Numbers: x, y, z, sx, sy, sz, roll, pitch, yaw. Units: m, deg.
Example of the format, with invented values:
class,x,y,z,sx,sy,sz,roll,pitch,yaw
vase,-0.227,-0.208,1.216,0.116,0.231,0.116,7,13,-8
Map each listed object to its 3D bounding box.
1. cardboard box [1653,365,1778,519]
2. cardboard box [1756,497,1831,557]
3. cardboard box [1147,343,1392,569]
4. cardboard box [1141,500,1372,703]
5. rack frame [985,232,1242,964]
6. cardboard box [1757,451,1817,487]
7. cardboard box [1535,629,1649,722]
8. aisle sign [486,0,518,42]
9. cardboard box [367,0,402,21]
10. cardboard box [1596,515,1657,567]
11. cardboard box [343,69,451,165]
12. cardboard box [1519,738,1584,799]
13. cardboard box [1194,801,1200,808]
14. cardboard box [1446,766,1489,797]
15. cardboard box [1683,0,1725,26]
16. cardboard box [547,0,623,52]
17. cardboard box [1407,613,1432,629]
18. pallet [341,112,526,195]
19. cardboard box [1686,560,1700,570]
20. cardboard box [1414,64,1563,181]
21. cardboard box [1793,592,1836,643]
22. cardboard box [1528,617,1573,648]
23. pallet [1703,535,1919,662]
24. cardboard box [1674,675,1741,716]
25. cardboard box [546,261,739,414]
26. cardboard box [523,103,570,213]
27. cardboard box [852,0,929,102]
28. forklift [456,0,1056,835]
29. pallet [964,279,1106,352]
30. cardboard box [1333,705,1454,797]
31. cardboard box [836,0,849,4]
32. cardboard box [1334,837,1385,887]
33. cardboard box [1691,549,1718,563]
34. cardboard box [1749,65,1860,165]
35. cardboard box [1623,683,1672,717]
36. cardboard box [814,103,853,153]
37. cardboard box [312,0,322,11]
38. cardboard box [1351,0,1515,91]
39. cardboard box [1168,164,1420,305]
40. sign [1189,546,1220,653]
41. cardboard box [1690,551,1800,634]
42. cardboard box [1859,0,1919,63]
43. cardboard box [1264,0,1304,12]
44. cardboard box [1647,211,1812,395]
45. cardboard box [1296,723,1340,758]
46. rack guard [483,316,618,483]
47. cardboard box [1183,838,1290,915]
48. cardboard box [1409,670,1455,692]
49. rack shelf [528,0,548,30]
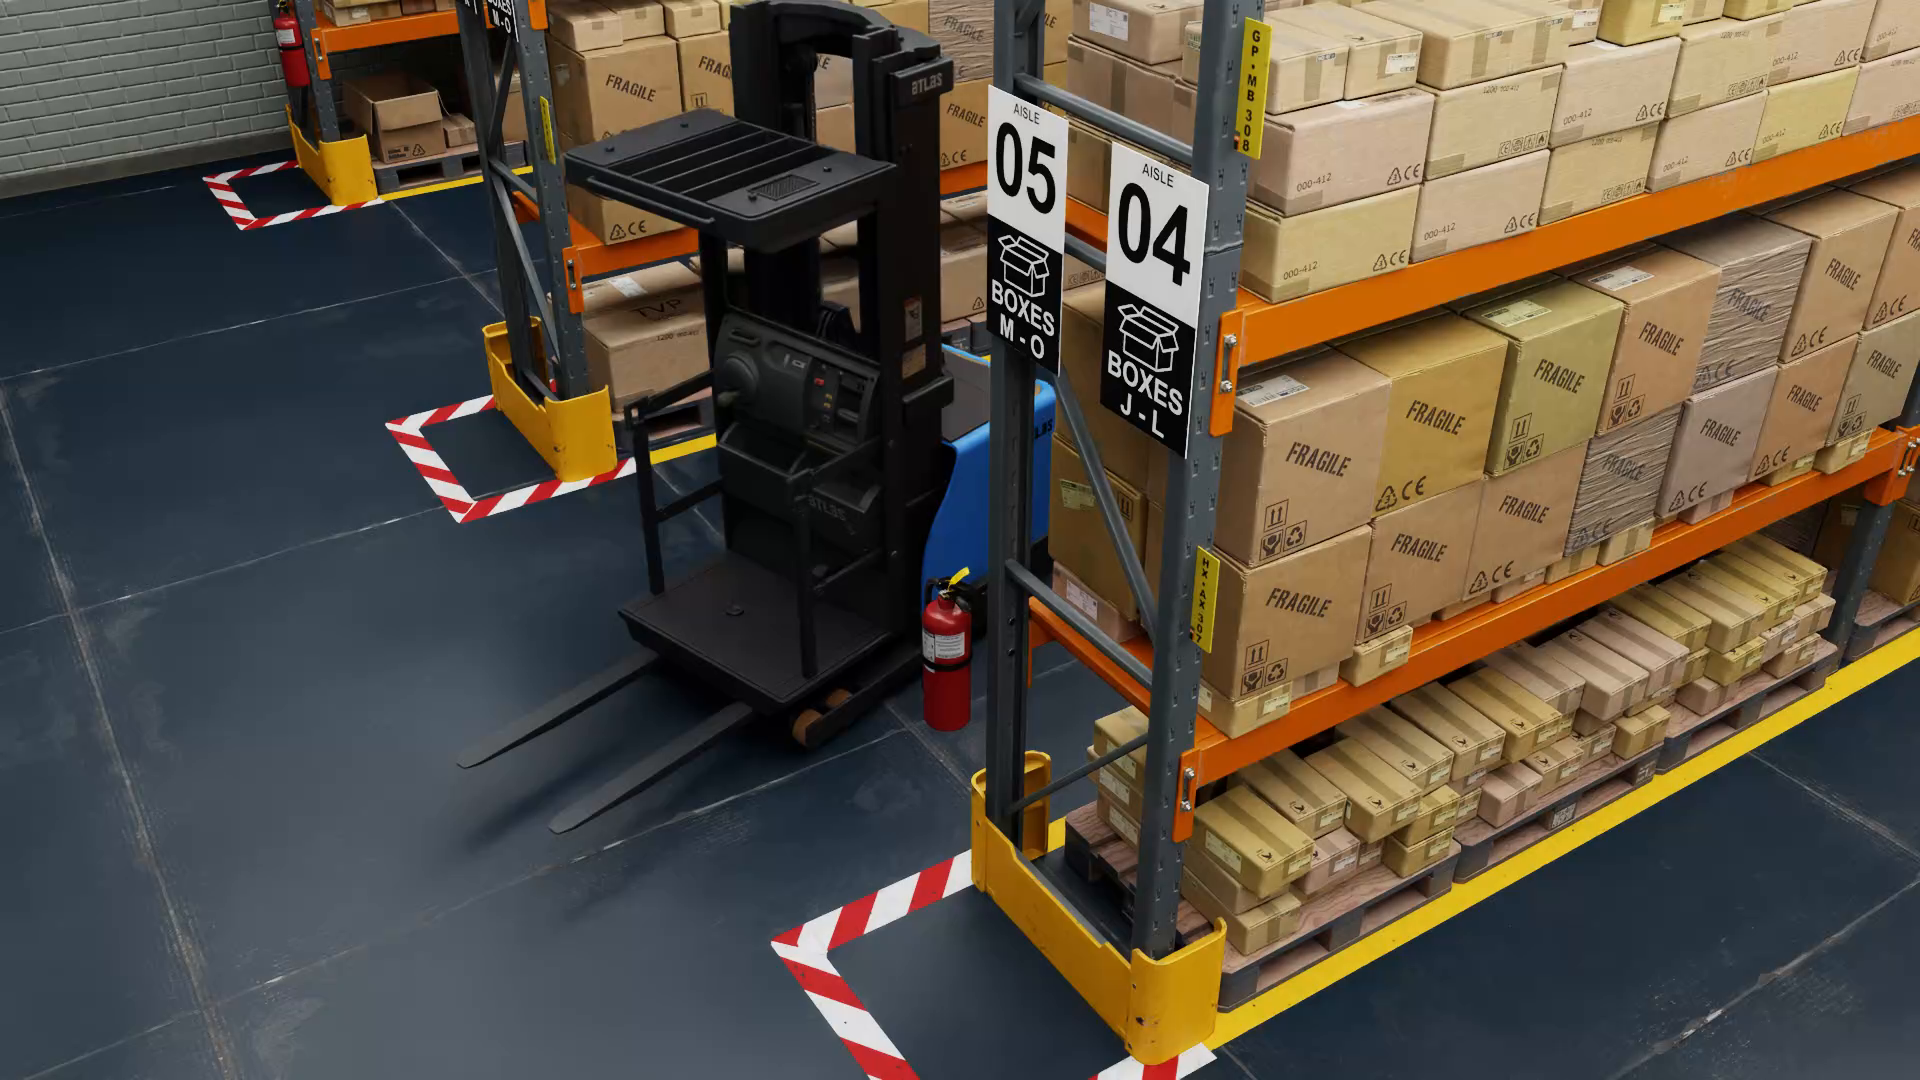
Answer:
class,x,y,z,sx,sy,sz,roll,pitch,yaw
cardboard box,2.669,-0.467,6.306,0.500,0.500,0.500,-19,37,-28
cardboard box,4.264,-0.305,8.372,0.500,0.500,0.500,-20,37,-28
cardboard box,0.937,-0.304,5.110,0.500,0.500,0.500,-19,37,-28
cardboard box,0.943,0.124,5.369,0.500,0.500,0.500,-17,36,-25
rack frame,0.416,0.298,5.466,0.127,3.000,1.000,-19,37,-27
cardboard box,3.250,-0.391,6.793,0.250,0.149,0.380,-17,36,-25
cardboard box,2.563,0.548,6.791,0.250,0.149,0.380,-20,38,-29
aisle sign,-2.254,-2.841,8.006,0.004,0.787,0.394,-19,37,-27
cardboard box,-4.430,-4.077,12.637,0.250,0.149,0.380,-18,36,-26
cardboard box,2.390,-0.080,6.301,0.250,0.149,0.380,-18,37,-26
cardboard box,-4.478,-3.373,13.232,0.637,0.503,0.797,-21,38,-29
cardboard box,2.323,0.865,6.845,0.250,0.149,0.380,-19,37,-27
cardboard box,0.907,0.961,6.694,0.250,0.149,0.380,-18,36,-26
cardboard box,1.860,0.855,6.583,0.250,0.149,0.380,-21,38,-29
cardboard box,2.133,-1.714,5.143,0.250,0.149,0.380,-18,36,-26
cardboard box,-1.903,-2.610,8.438,0.250,0.149,0.380,-18,37,-26
cardboard box,1.456,0.175,5.896,0.250,0.149,0.380,-17,36,-25
pallet,-4.310,-3.191,13.610,1.213,0.211,1.003,-19,37,-27
cardboard box,3.300,0.006,7.929,0.250,0.149,0.380,-17,36,-25
cardboard box,1.364,-1.280,4.829,0.500,0.250,0.500,-19,37,-28
cardboard box,3.685,0.278,7.498,0.250,0.149,0.380,-18,37,-26
cardboard box,2.478,0.351,7.381,0.250,0.149,0.380,-17,36,-25
pallet,4.431,0.096,8.401,1.213,0.211,1.003,-19,37,-27
cardboard box,3.182,0.579,7.299,0.250,0.149,0.380,-20,38,-29
cardboard box,-1.850,-1.222,9.884,0.875,0.438,0.875,-20,38,-29
cardboard box,-2.089,-2.193,9.321,0.500,0.500,0.500,-19,37,-27
cardboard box,-0.515,-2.818,9.375,0.500,0.500,0.500,-19,37,-27
forklift,-0.849,-0.630,7.001,1.130,2.935,3.031,24,40,33
pallet,0.329,-1.685,11.223,1.213,0.211,1.003,-19,37,-27
cardboard box,1.652,0.818,6.363,0.250,0.149,0.380,-21,38,-30
cardboard box,-0.804,-2.979,9.022,0.250,0.149,0.380,-19,37,-27
cardboard box,1.410,1.131,6.424,0.250,0.149,0.380,-19,37,-27
cardboard box,3.376,-0.075,7.778,0.250,0.149,0.380,-17,36,-25
cardboard box,2.659,-1.514,5.668,0.500,0.250,0.500,-19,37,-28
cardboard box,2.782,0.558,7.054,0.250,0.149,0.380,-18,36,-26
cardboard box,-0.945,-2.242,9.400,0.500,0.500,0.500,-19,37,-28
cardboard box,-4.910,-4.227,12.875,0.250,0.149,0.380,-19,37,-28
cardboard box,1.303,-1.390,4.629,0.250,0.149,0.380,-19,37,-27
cardboard box,0.932,-0.922,4.730,0.500,0.250,0.500,-18,36,-26
sign,0.710,0.175,4.849,0.005,0.325,0.100,-19,37,-27
cardboard box,3.427,0.230,7.295,0.250,0.149,0.380,-18,37,-27
cardboard box,3.084,-1.882,5.783,0.500,0.250,0.500,-21,38,-29
cardboard box,0.785,-1.552,4.886,0.250,0.149,0.380,-18,37,-27
cardboard box,2.660,-0.899,6.053,0.500,0.500,0.500,-18,36,-26
cardboard box,1.422,0.737,6.769,0.250,0.149,0.380,-19,37,-28
rack guard,-2.371,-0.828,9.594,0.348,0.500,1.175,-19,37,-27
cardboard box,0.995,1.164,6.093,0.250,0.149,0.380,-17,36,-25
cardboard box,1.844,0.454,6.940,0.250,0.149,0.380,-20,38,-29
rack shelf,-0.670,-3.435,9.247,4.000,0.370,1.077,-19,37,-27
